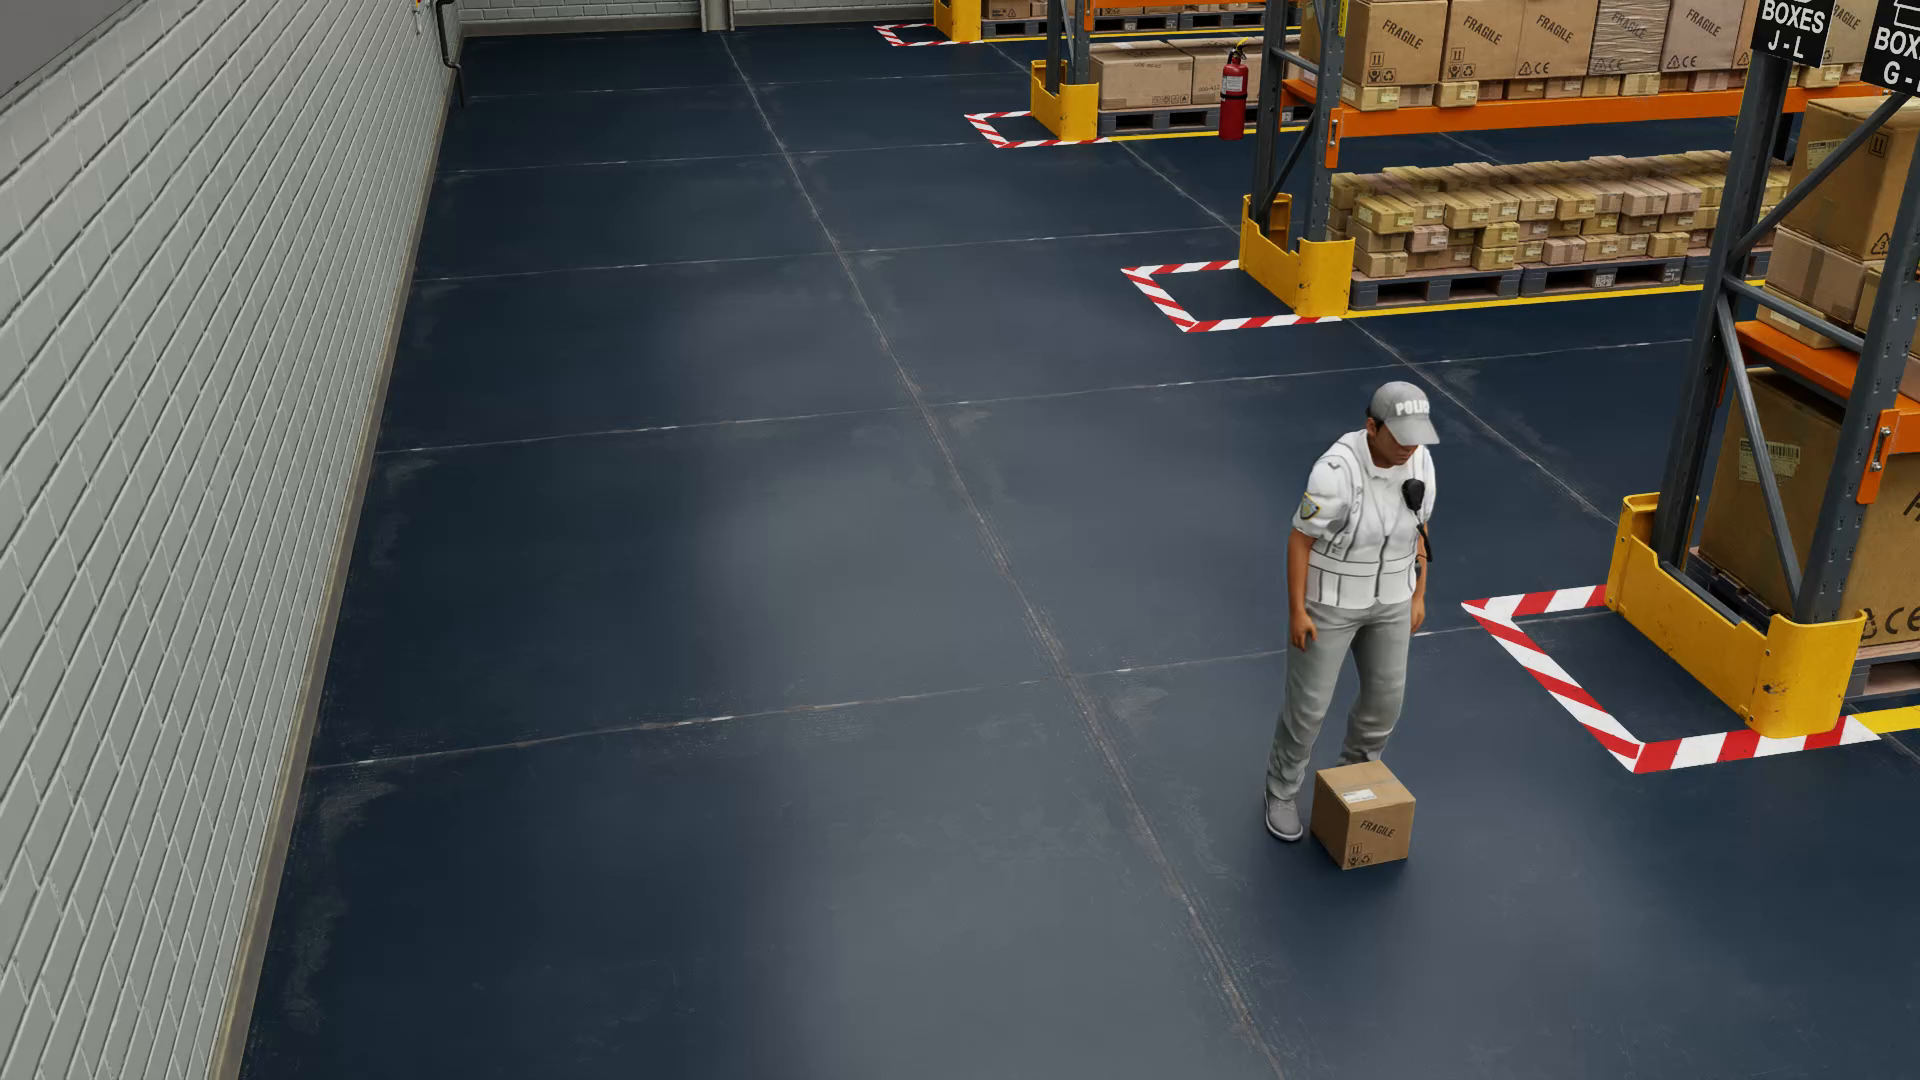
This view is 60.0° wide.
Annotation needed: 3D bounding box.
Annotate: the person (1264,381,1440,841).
[{"bbox_3d":[1.343,0.228,5.661,0.558,1.665,0.468,-8,28,-15],"label":"person"}]
